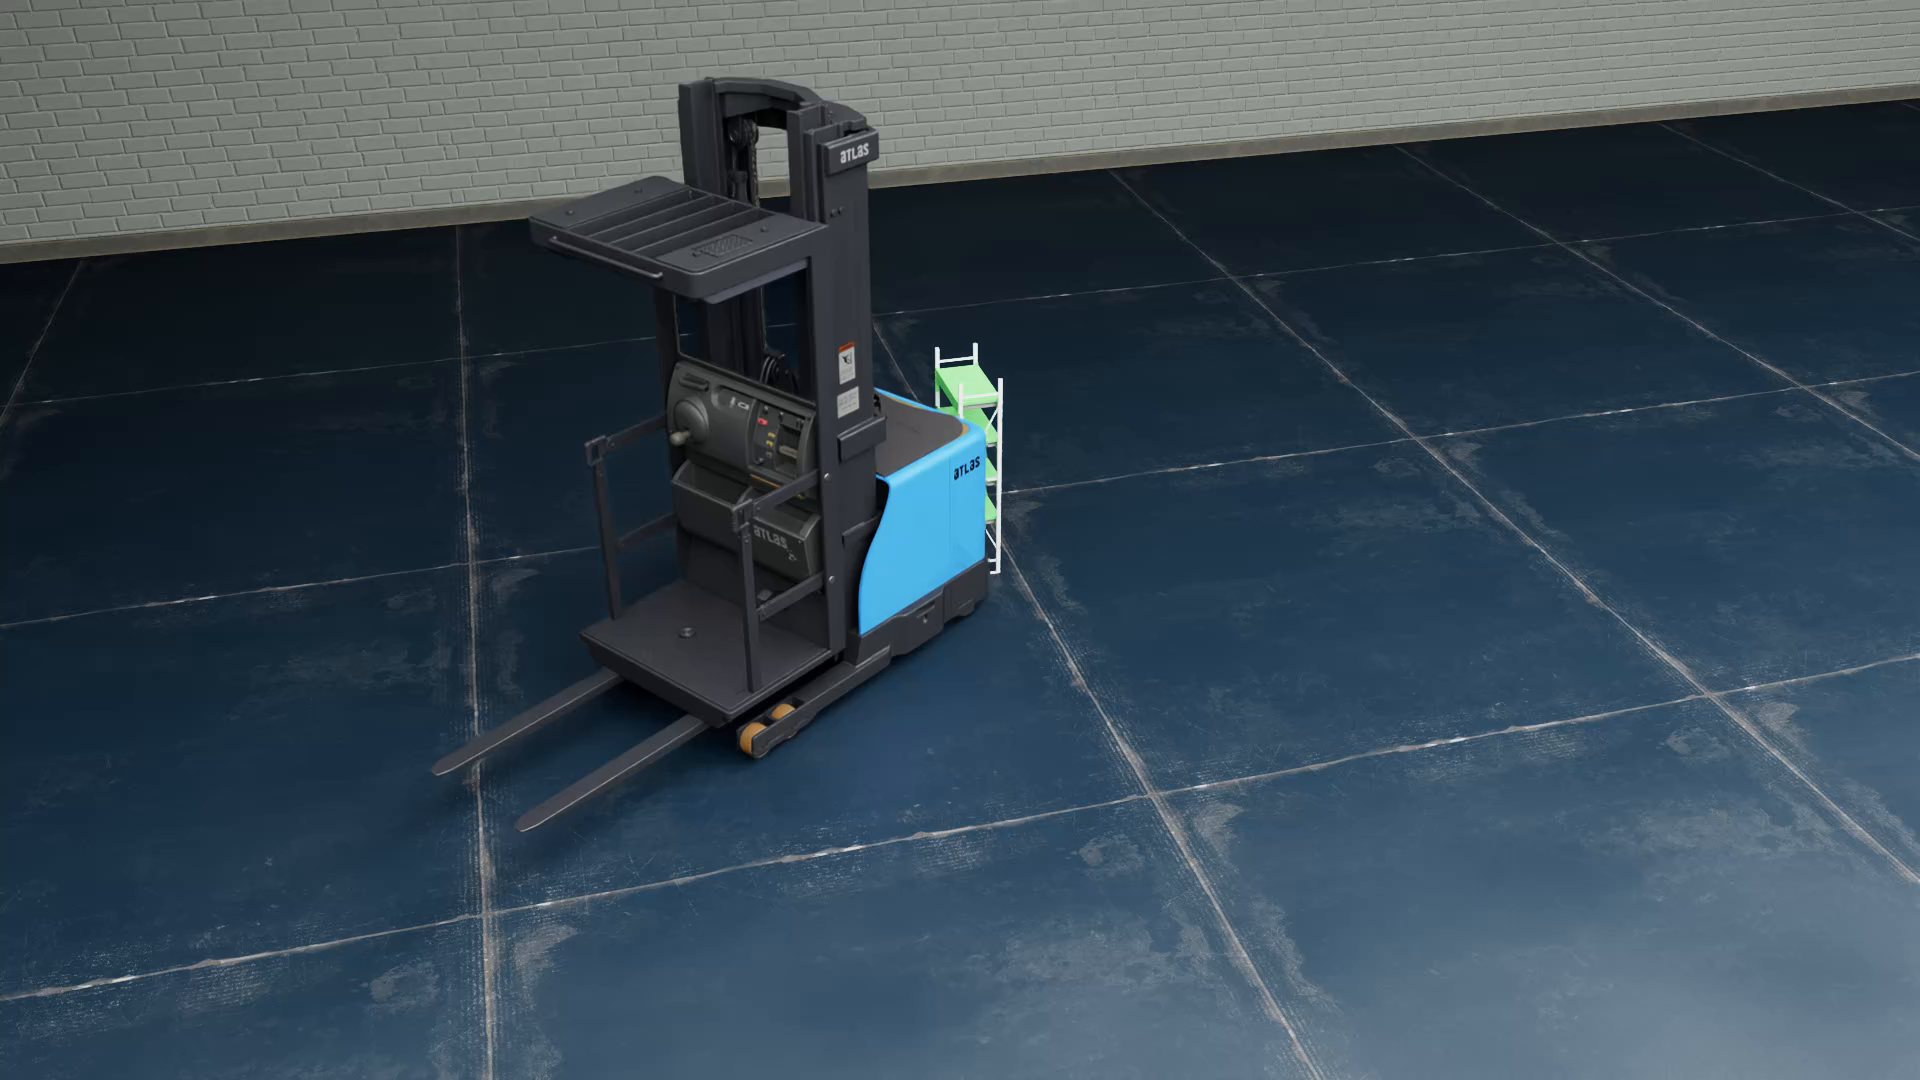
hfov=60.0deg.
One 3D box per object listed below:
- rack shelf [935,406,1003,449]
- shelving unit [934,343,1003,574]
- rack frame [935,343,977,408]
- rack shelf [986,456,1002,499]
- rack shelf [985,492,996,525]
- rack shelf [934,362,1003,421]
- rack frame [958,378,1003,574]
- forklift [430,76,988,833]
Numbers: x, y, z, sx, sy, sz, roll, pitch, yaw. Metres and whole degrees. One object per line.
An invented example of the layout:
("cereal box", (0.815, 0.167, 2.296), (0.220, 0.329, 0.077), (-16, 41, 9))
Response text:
("rack shelf", (0.044, -0.592, 9.223), (0.258, 0.148, 0.480), (-8, 31, -13))
("shelving unit", (0.044, -0.439, 9.311), (0.258, 1.200, 0.503), (-8, 31, -13))
("rack frame", (-0.021, -0.557, 9.515), (0.240, 1.200, 0.015), (-8, 31, -13))
("rack shelf", (0.044, -0.384, 9.343), (0.258, 0.148, 0.480), (-8, 31, -13))
("rack shelf", (0.044, -0.176, 9.464), (0.258, 0.148, 0.480), (-8, 31, -13))
("rack shelf", (0.044, -0.799, 9.103), (0.258, 0.148, 0.480), (-8, 31, -13))
("rack frame", (0.109, -0.321, 9.108), (0.240, 1.200, 0.015), (-8, 31, -13))
("forklift", (-1.175, -0.512, 7.708), (1.130, 2.935, 3.031), (22, 37, 33))
